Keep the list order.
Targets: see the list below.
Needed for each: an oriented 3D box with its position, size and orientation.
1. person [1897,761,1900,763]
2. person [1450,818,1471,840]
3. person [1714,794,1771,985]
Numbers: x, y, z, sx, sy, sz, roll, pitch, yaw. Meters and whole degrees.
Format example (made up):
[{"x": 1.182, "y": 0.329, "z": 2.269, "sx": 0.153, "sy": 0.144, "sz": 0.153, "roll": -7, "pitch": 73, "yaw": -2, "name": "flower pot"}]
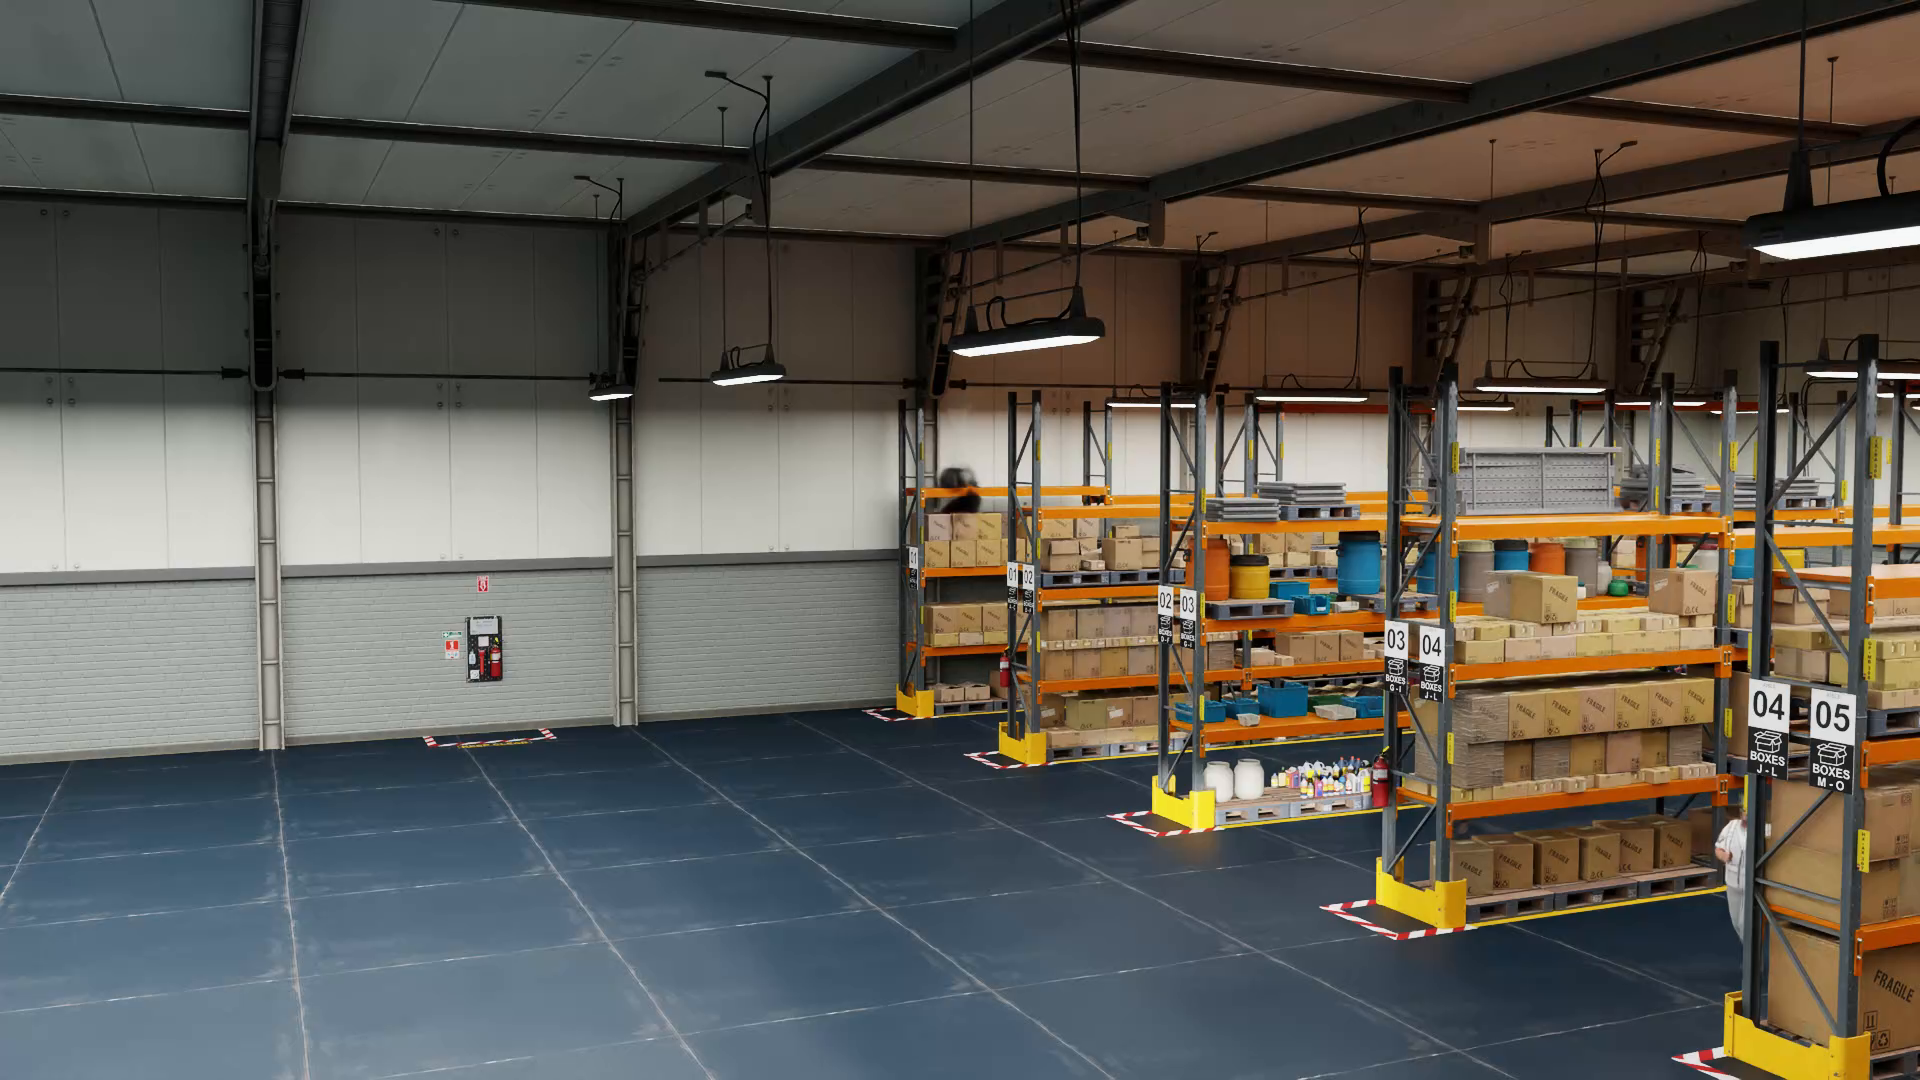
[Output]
[{"x": 10.305, "y": 3.232, "z": 18.138, "sx": 0.780, "sy": 1.815, "sz": 0.659, "roll": -2, "pitch": 4, "yaw": -30, "name": "person"}, {"x": 6.392, "y": 3.052, "z": 21.477, "sx": 0.791, "sy": 1.638, "sz": 0.576, "roll": -3, "pitch": 4, "yaw": -41, "name": "person"}, {"x": 7.585, "y": 3.351, "z": 15.999, "sx": 0.765, "sy": 1.847, "sz": 0.635, "roll": -2, "pitch": 4, "yaw": -36, "name": "person"}]
